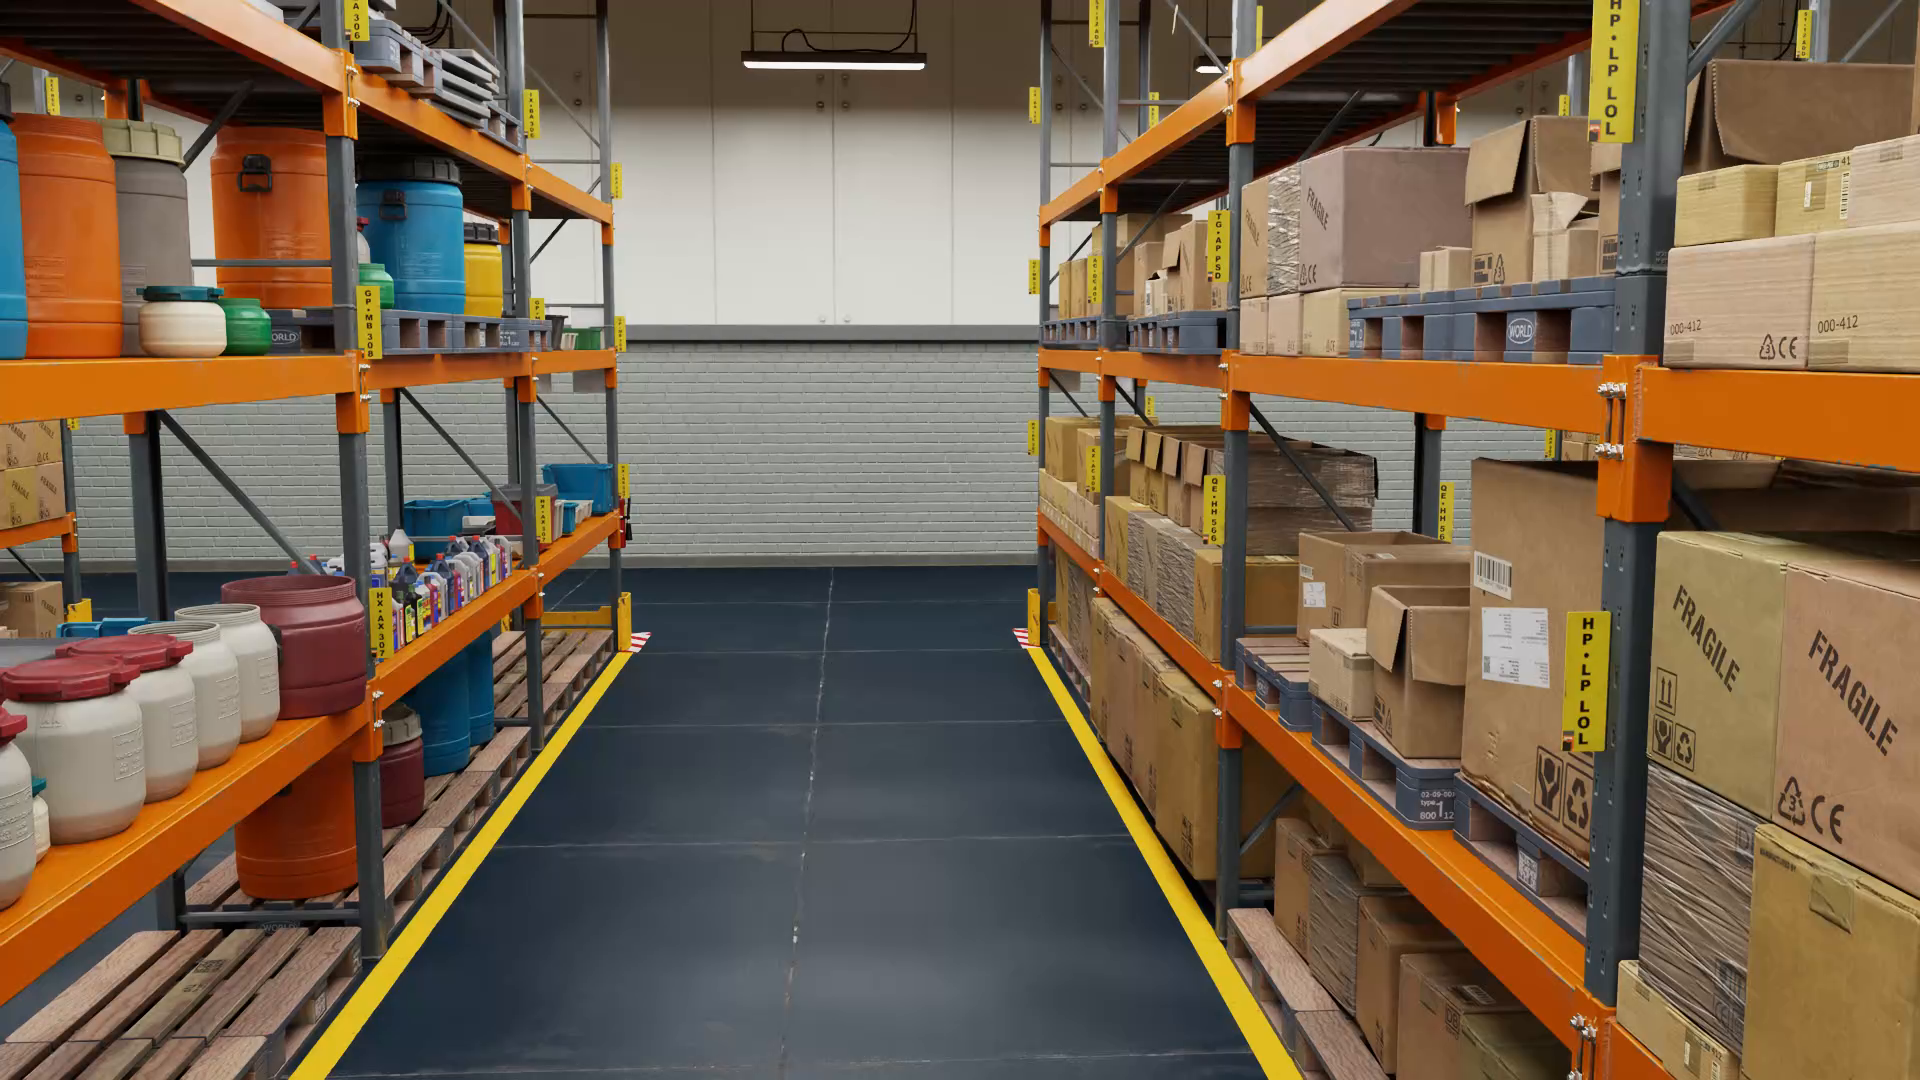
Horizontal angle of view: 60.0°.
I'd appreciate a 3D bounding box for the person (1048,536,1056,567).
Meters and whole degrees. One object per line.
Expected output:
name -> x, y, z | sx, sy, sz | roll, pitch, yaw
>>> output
person -> 1.306, 0.292, 16.979 | 0.945, 1.157, 0.558 | -1, 7, -6
